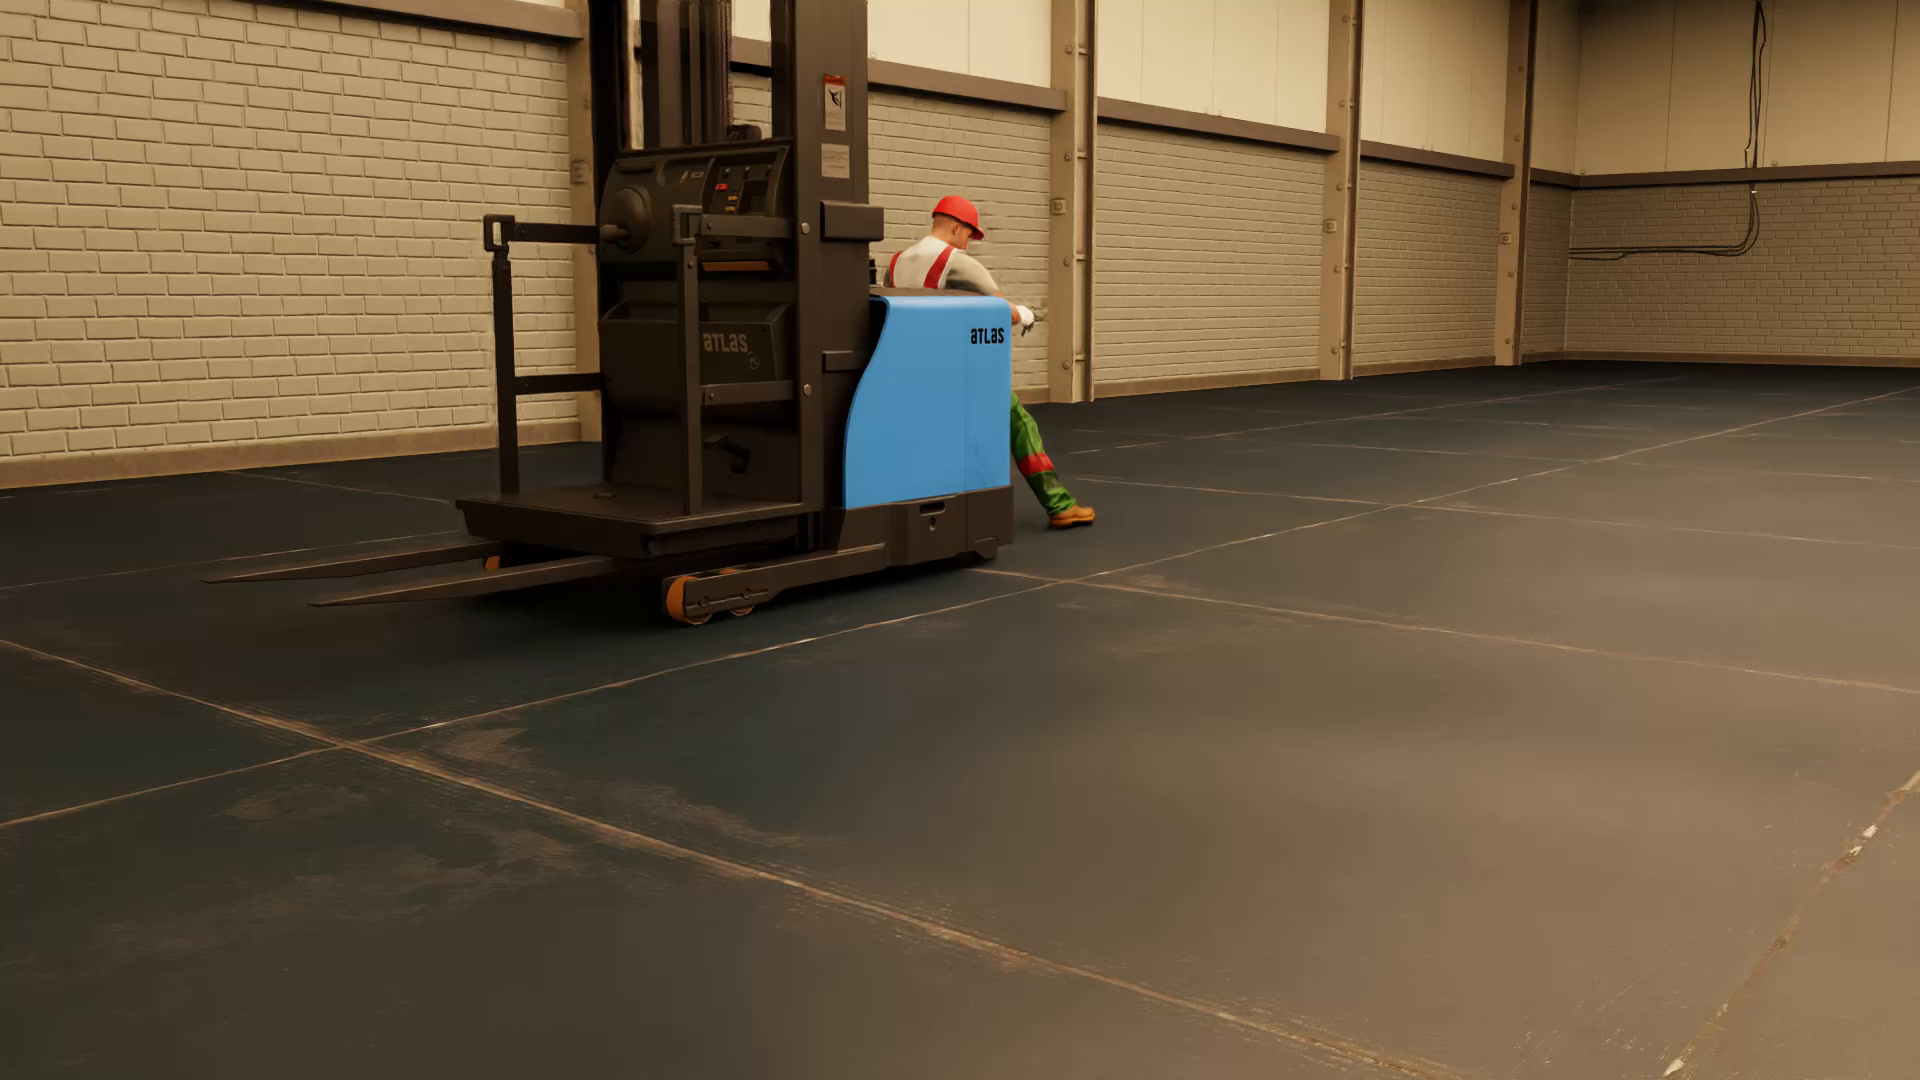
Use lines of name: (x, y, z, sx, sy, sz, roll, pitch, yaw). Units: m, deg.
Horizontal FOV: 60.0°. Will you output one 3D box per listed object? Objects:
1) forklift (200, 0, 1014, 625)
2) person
forklift: (-1.097, -1.250, 5.824, 1.130, 2.935, 3.031, 7, 11, 39)
person: (-0.005, -0.877, 8.045, 0.729, 1.540, 1.266, -7, 11, -41)
